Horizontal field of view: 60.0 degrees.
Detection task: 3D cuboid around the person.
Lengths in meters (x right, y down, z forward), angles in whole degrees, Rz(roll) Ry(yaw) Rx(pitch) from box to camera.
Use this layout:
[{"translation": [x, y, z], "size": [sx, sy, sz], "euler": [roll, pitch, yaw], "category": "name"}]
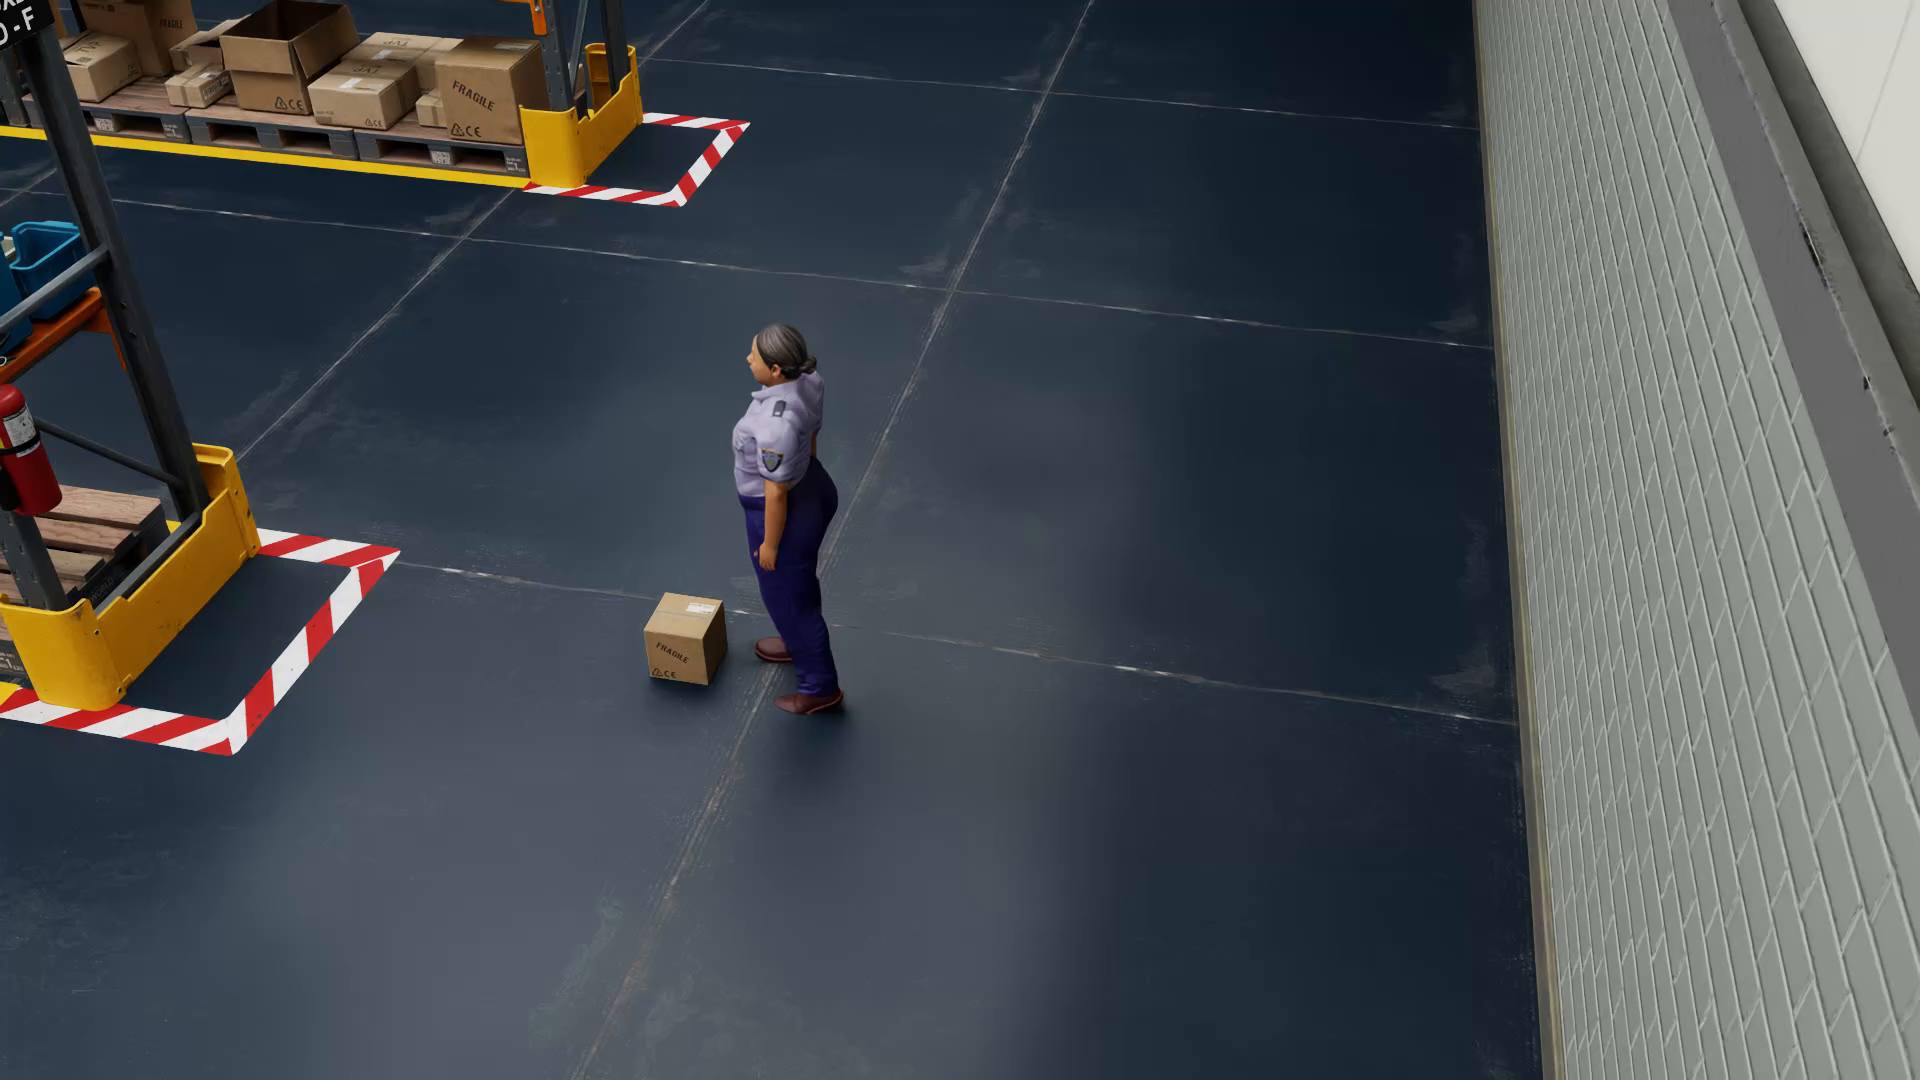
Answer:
[{"translation": [-0.656, -0.078, 6.296], "size": [0.454, 1.685, 0.473], "euler": [8, 38, 11], "category": "person"}]
